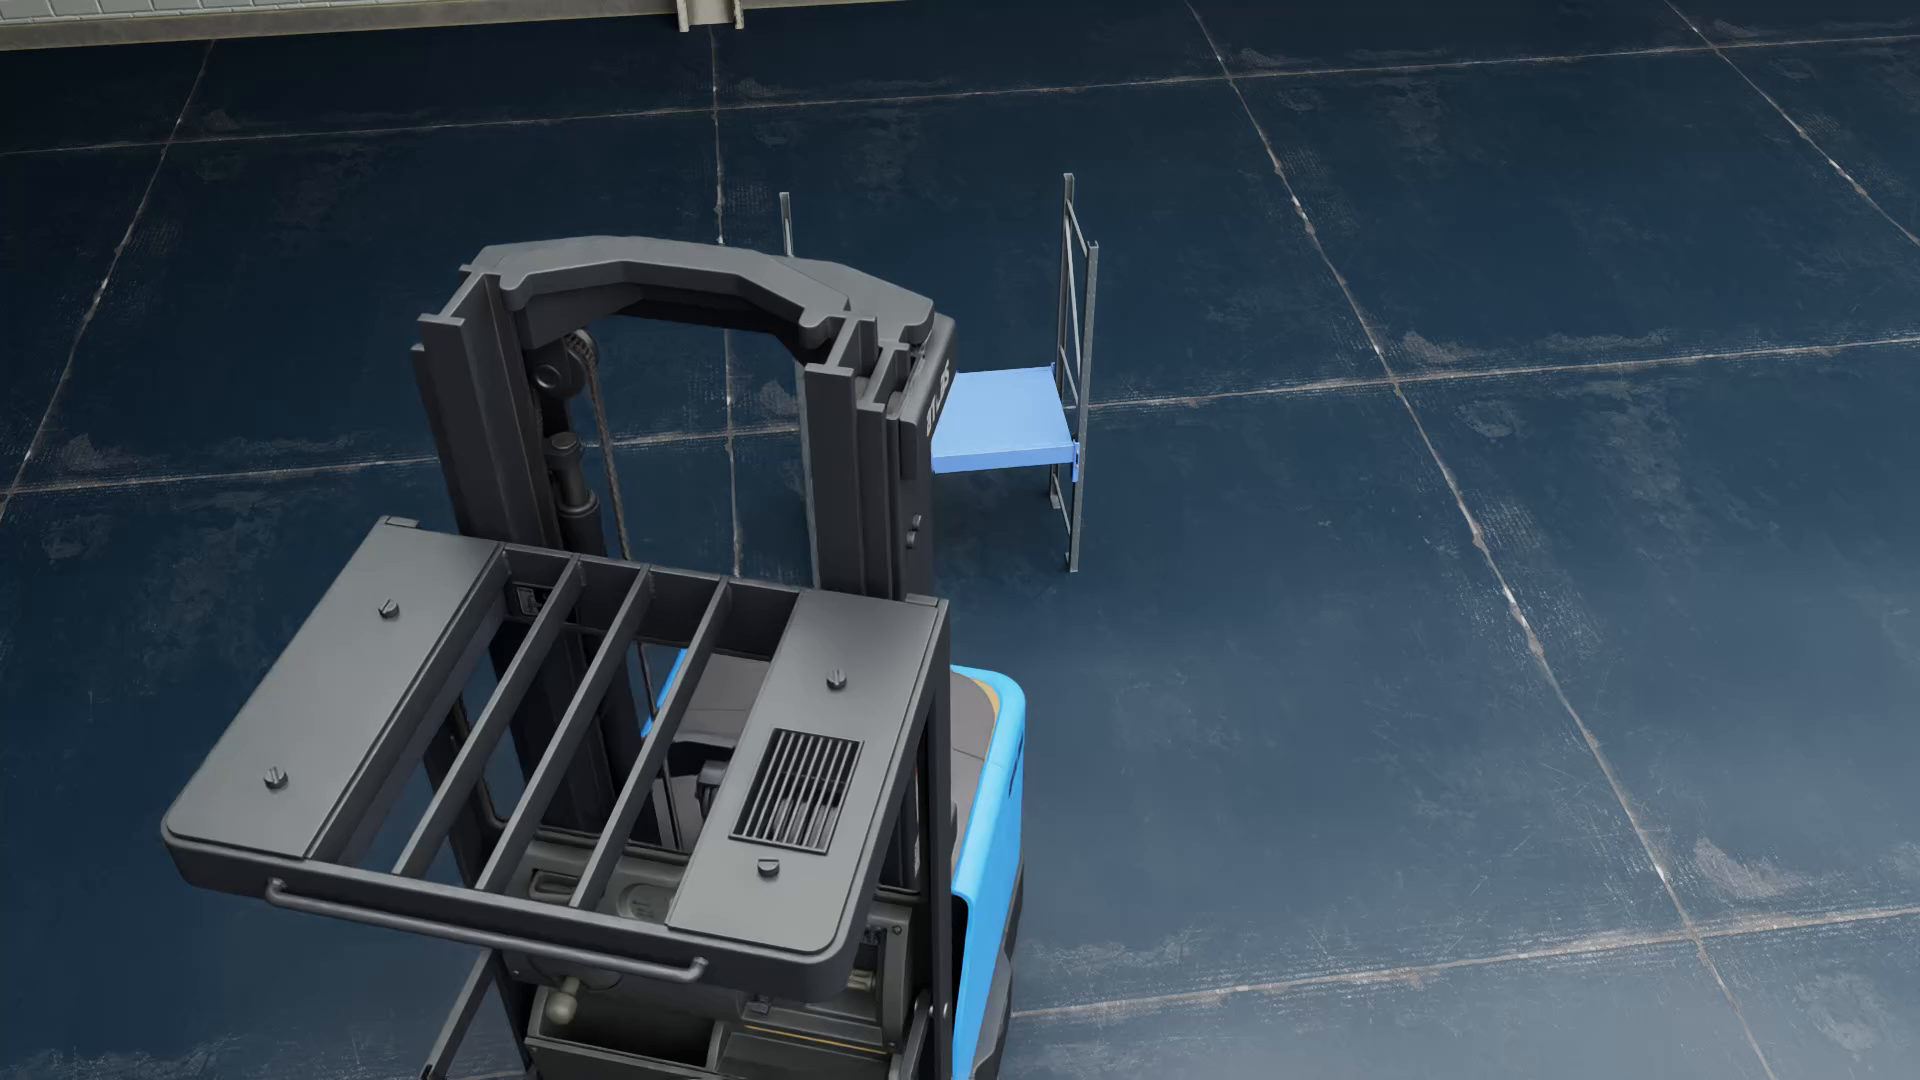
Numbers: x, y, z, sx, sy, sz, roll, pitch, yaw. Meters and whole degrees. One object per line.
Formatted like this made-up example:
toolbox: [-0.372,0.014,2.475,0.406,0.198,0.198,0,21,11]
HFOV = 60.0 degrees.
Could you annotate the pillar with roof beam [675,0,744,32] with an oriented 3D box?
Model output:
pillar with roof beam: [-0.988,-3.721,4.157,0.400,9.000,9.100,-5,42,-6]

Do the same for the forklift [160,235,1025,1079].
forklift: [-0.611,0.991,3.463,1.130,2.935,3.031,8,43,9]

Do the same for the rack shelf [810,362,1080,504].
rack shelf: [-0.085,-0.416,6.360,1.000,0.185,0.538,-5,42,-6]

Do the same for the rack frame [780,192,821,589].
rack frame: [-0.589,-0.505,6.191,0.032,1.500,0.500,-5,42,-6]

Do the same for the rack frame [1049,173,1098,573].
rack frame: [0.419,-0.594,6.288,0.032,1.500,0.500,-5,42,-6]

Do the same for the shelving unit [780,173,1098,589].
shelving unit: [-0.085,-0.550,6.239,1.048,1.500,0.538,-5,42,-6]
